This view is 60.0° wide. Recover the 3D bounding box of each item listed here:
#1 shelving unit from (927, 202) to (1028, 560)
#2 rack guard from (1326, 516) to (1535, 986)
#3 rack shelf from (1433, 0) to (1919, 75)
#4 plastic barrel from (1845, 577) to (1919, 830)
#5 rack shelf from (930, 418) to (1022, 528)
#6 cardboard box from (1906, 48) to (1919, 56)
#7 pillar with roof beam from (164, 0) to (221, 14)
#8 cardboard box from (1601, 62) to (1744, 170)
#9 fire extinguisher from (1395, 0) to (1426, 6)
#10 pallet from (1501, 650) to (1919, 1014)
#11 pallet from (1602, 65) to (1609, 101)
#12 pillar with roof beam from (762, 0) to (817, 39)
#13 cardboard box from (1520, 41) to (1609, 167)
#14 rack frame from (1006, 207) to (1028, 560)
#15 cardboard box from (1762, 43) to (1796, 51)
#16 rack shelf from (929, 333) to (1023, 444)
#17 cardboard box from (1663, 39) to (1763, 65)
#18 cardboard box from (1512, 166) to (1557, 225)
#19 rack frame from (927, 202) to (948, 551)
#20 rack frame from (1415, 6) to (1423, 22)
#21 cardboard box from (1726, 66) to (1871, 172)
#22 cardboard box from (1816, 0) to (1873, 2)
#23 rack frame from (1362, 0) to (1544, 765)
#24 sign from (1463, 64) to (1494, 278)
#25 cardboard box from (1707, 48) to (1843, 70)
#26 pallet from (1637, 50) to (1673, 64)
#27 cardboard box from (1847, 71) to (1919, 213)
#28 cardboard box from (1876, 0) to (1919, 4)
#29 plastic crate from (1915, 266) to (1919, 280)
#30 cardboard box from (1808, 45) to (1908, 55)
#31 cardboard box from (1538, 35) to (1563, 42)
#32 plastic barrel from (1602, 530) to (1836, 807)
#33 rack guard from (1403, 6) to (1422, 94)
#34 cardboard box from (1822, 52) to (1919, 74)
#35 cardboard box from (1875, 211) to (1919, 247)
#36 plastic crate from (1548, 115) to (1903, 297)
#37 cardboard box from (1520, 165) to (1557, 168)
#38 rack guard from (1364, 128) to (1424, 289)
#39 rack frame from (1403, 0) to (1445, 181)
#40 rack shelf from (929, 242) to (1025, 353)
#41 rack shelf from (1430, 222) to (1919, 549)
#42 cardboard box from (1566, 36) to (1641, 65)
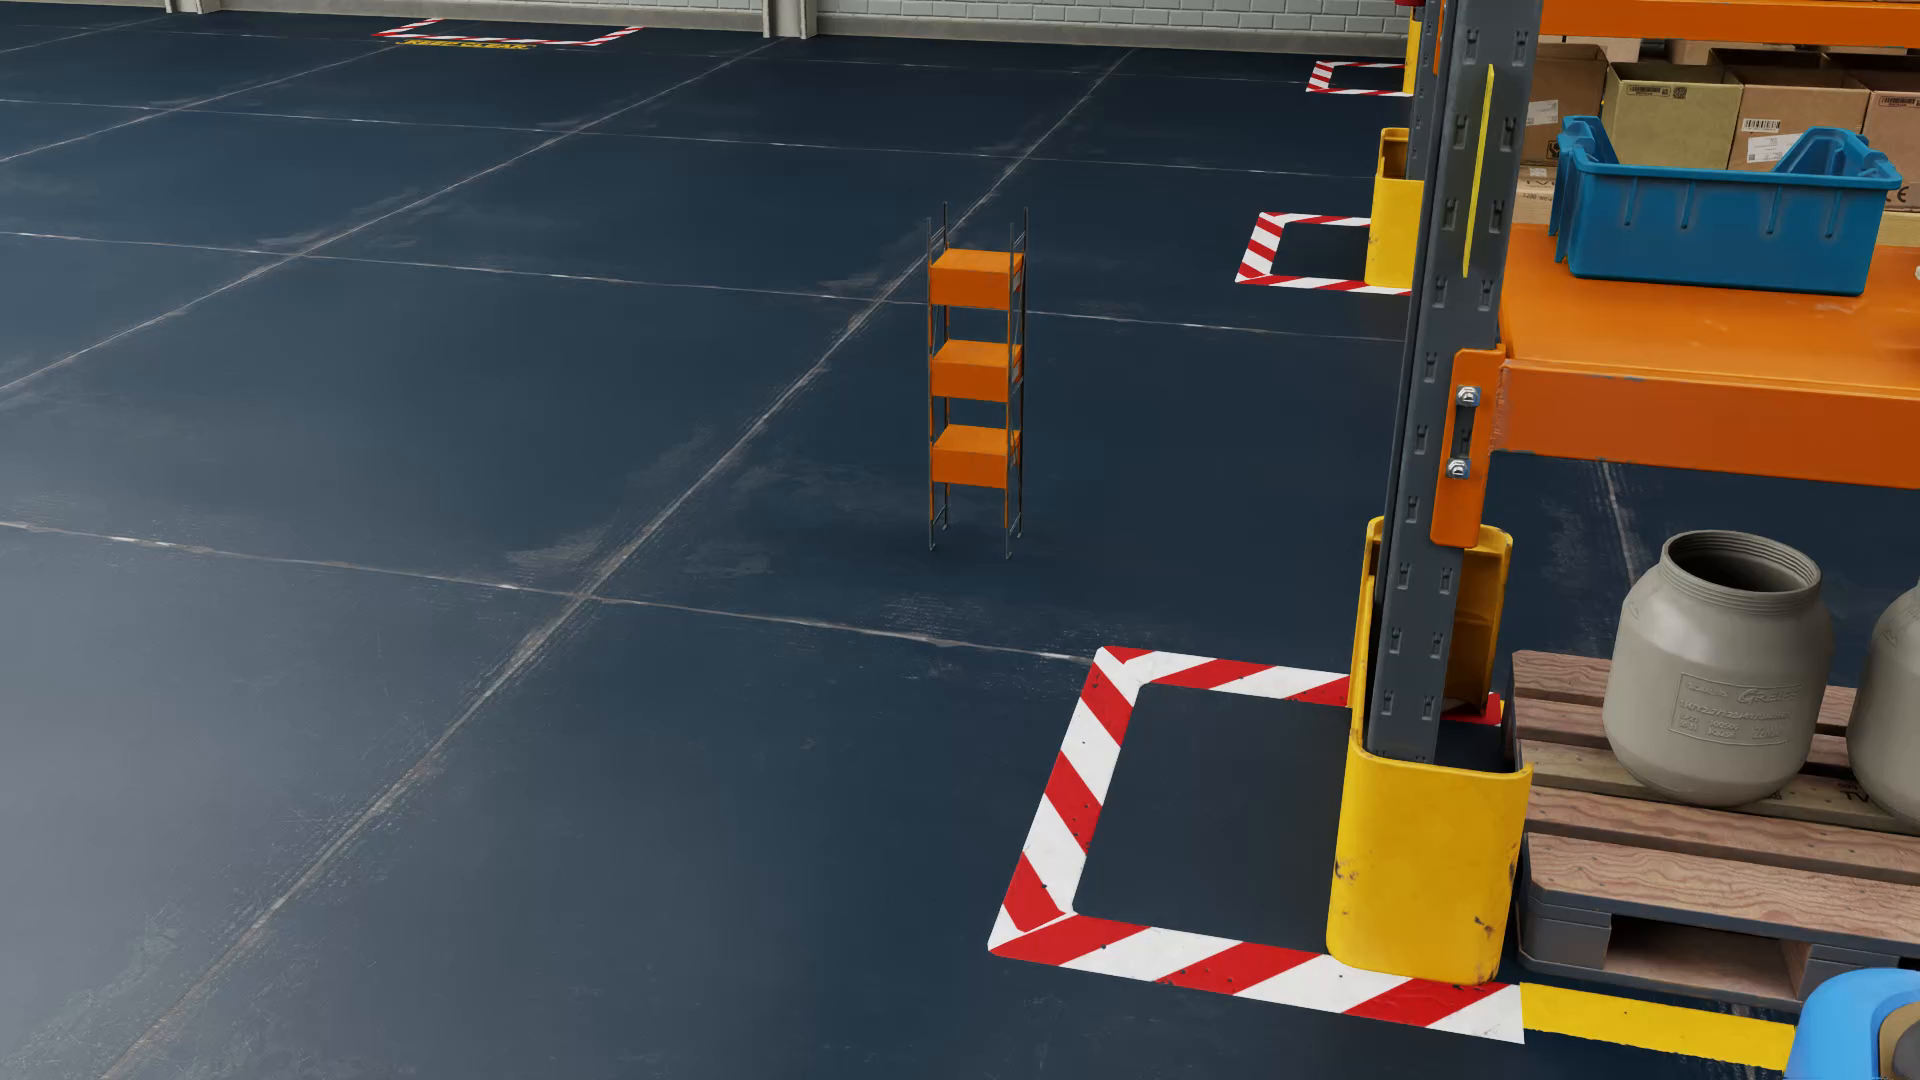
[{"bbox_3d":[0.052,-0.468,5.012,0.252,1.050,0.215,6,26,13],"label":"shelving unit"},{"bbox_3d":[1.063,0.420,3.787,0.348,0.500,1.175,6,26,13],"label":"rack guard"},{"bbox_3d":[4.152,-2.220,7.261,4.000,0.370,1.077,6,26,13],"label":"rack shelf"},{"bbox_3d":[2.119,0.329,3.476,0.421,0.512,0.421,0,25,0],"label":"plastic barrel"},{"bbox_3d":[0.052,-0.208,5.136,0.240,0.259,0.215,6,26,13],"label":"rack shelf"},{"bbox_3d":[6.793,-3.358,11.597,0.250,0.166,0.380,3,26,6],"label":"cardboard box"},{"bbox_3d":[-8.356,-7.308,10.132,0.400,9.000,9.100,6,26,13],"label":"pillar with roof beam"},{"bbox_3d":[3.163,-1.843,7.470,0.500,0.500,0.500,6,26,13],"label":"cardboard box"},{"bbox_3d":[2.216,-2.930,8.005,0.183,0.674,0.296,6,26,13],"label":"fire extinguisher"},{"bbox_3d":[1.848,0.639,3.661,1.213,0.211,1.003,6,26,13],"label":"pallet"},{"bbox_3d":[4.296,-3.453,12.257,1.213,0.211,1.003,6,26,13],"label":"pallet"},{"bbox_3d":[-2.545,-6.666,8.783,0.400,9.000,9.100,6,26,13],"label":"pillar with roof beam"},{"bbox_3d":[2.808,-2.112,8.035,0.500,0.500,0.500,6,26,13],"label":"cardboard box"},{"bbox_3d":[0.170,-0.455,4.985,0.008,1.050,0.200,6,26,13],"label":"rack frame"},{"bbox_3d":[5.775,-3.485,11.884,0.250,0.149,0.380,4,26,9],"label":"cardboard box"},{"bbox_3d":[0.052,-0.459,5.017,0.240,0.259,0.215,6,26,13],"label":"rack shelf"},{"bbox_3d":[5.343,-3.620,11.760,0.500,0.500,0.700,5,26,10],"label":"cardboard box"},{"bbox_3d":[2.679,-1.557,7.742,0.500,0.250,0.500,6,26,13],"label":"cardboard box"},{"bbox_3d":[-0.066,-0.481,5.040,0.008,1.050,0.200,6,26,13],"label":"rack frame"},{"bbox_3d":[3.445,-4.822,11.888,0.127,3.000,1.000,6,26,13],"label":"rack frame"},{"bbox_3d":[3.651,-1.795,7.368,0.500,0.500,0.500,6,26,13],"label":"cardboard box"},{"bbox_3d":[3.653,-2.639,7.188,0.500,0.500,0.700,6,26,13],"label":"cardboard box"},{"bbox_3d":[0.978,-0.697,3.225,0.127,3.000,1.000,6,26,13],"label":"rack frame"},{"bbox_3d":[0.836,-0.594,2.686,0.005,0.325,0.100,6,26,13],"label":"sign"},{"bbox_3d":[3.780,-2.011,7.823,0.500,0.500,0.500,6,26,13],"label":"cardboard box"},{"bbox_3d":[5.474,-3.321,11.981,1.213,0.211,1.003,6,26,13],"label":"pallet"},{"bbox_3d":[4.131,-1.734,7.241,0.500,0.500,0.500,6,26,13],"label":"cardboard box"},{"bbox_3d":[4.164,-2.584,7.072,0.500,0.500,0.700,7,26,15],"label":"cardboard box"},{"bbox_3d":[1.764,-0.349,2.799,0.250,0.136,0.298,6,26,13],"label":"plastic crate"},{"bbox_3d":[6.304,-3.558,11.630,0.500,0.500,0.500,4,26,9],"label":"cardboard box"},{"bbox_3d":[4.093,-3.695,12.138,0.500,0.311,0.500,3,26,7],"label":"cardboard box"},{"bbox_3d":[1.634,0.275,3.589,0.421,0.512,0.421,0,25,0],"label":"plastic barrel"},{"bbox_3d":[3.518,-3.685,12.409,0.348,0.500,1.175,6,26,13],"label":"rack guard"},{"bbox_3d":[4.264,-1.957,7.709,0.500,0.500,0.500,6,26,13],"label":"cardboard box"},{"bbox_3d":[4.131,-1.396,7.403,0.500,0.250,0.500,6,26,13],"label":"cardboard box"},{"bbox_3d":[1.537,-0.701,3.406,0.616,0.251,0.499,6,26,13],"label":"plastic crate"},{"bbox_3d":[2.808,-1.773,8.194,0.500,0.250,0.500,6,26,13],"label":"cardboard box"},{"bbox_3d":[2.192,-1.633,8.099,0.348,0.500,1.175,6,26,13],"label":"rack guard"},{"bbox_3d":[2.215,-2.759,7.556,0.127,3.000,1.000,6,26,13],"label":"rack frame"},{"bbox_3d":[0.052,-0.715,4.895,0.240,0.259,0.215,6,26,13],"label":"rack shelf"},{"bbox_3d":[2.914,-0.158,2.930,4.000,0.370,1.077,6,26,13],"label":"rack shelf"},{"bbox_3d":[4.645,-3.634,12.009,0.500,0.311,0.500,9,27,17],"label":"cardboard box"}]
